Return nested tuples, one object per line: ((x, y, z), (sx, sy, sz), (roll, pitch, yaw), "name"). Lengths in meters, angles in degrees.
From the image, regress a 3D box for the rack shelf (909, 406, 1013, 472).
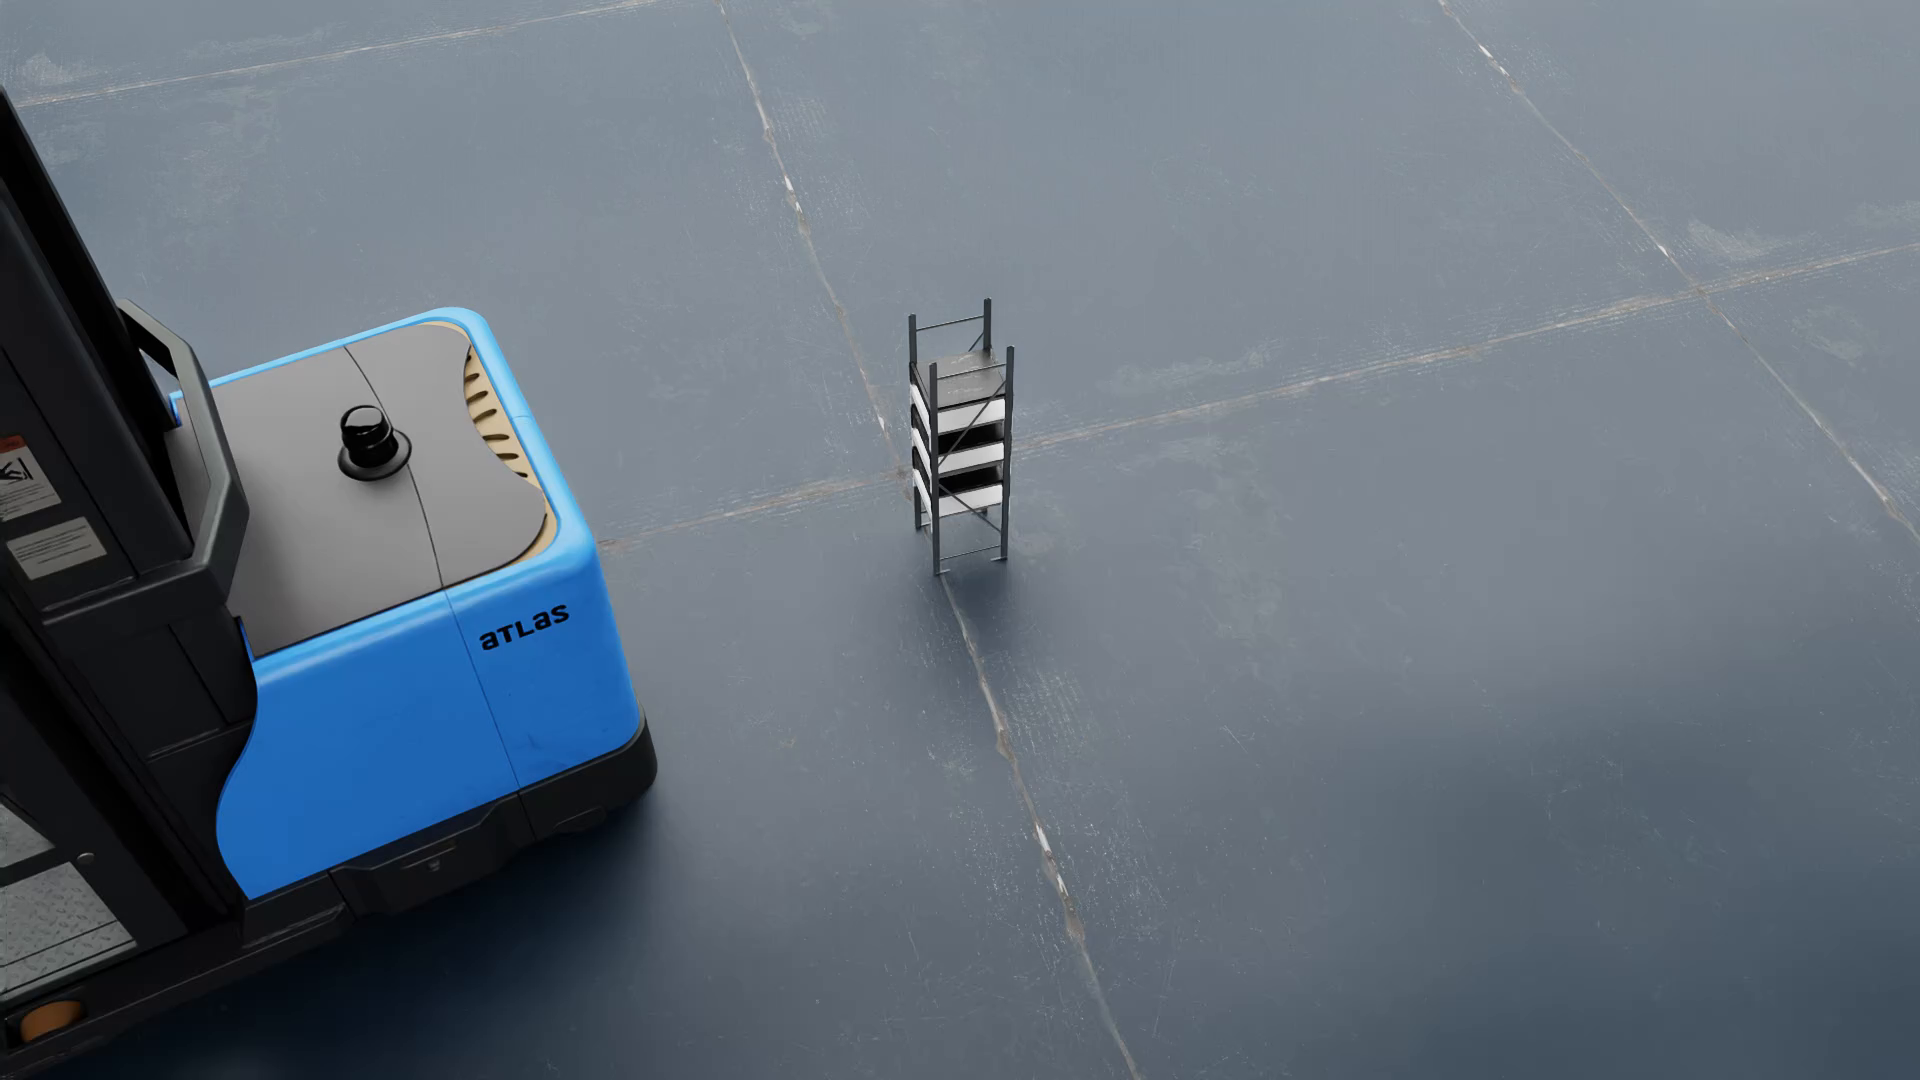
((0.002, -0.321, 4.858), (0.258, 0.077, 0.200), (-13, 51, -11), "rack shelf")

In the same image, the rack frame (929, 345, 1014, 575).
((0.032, -0.210, 4.838), (0.240, 0.900, 0.006), (-13, 51, -11), "rack frame")

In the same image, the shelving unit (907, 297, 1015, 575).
((0.002, -0.284, 4.901), (0.258, 0.900, 0.210), (-13, 51, -11), "shelving unit")

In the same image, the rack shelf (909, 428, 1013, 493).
((0.002, -0.263, 4.926), (0.258, 0.077, 0.200), (-13, 51, -11), "rack shelf")

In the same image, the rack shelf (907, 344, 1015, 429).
((0.002, -0.437, 4.720), (0.258, 0.077, 0.200), (-13, 51, -11), "rack shelf")

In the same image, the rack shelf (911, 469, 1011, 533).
((0.002, -0.147, 5.064), (0.258, 0.077, 0.200), (-13, 51, -11), "rack shelf")

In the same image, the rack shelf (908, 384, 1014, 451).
((0.002, -0.379, 4.789), (0.258, 0.077, 0.200), (-13, 51, -11), "rack shelf")

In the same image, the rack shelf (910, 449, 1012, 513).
((0.002, -0.205, 4.995), (0.258, 0.077, 0.200), (-13, 51, -11), "rack shelf")

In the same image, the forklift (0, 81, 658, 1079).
((-2.388, -0.042, 3.369), (3.031, 2.935, 1.130), (-22, 53, -17), "forklift")

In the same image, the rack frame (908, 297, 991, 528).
((-0.028, -0.358, 4.964), (0.240, 0.900, 0.006), (-13, 51, -11), "rack frame")
